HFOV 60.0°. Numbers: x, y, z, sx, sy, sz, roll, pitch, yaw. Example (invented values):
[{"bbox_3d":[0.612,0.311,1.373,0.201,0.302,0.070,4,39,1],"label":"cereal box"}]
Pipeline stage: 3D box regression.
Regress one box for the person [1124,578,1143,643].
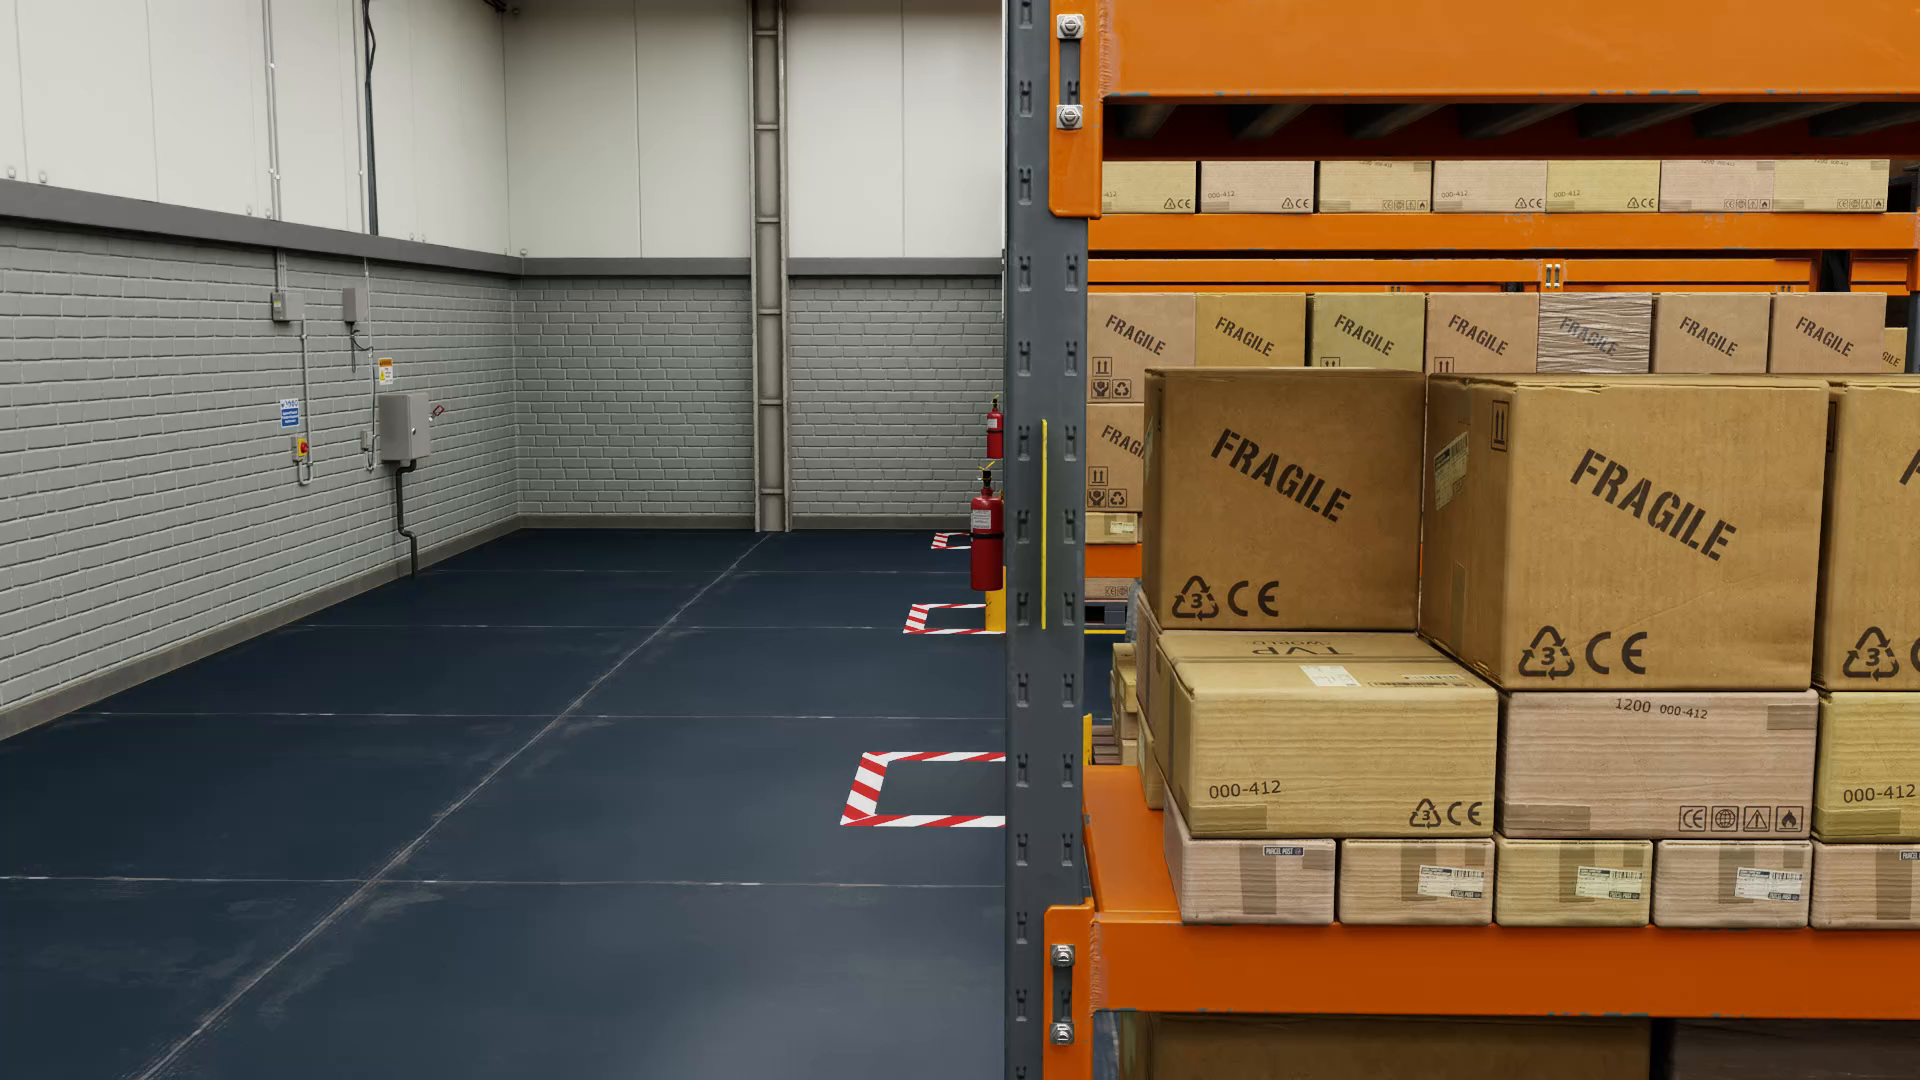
[{"bbox_3d":[1.305,-0.071,11.805,0.439,1.747,0.585,0,7,1],"label":"person"}]
